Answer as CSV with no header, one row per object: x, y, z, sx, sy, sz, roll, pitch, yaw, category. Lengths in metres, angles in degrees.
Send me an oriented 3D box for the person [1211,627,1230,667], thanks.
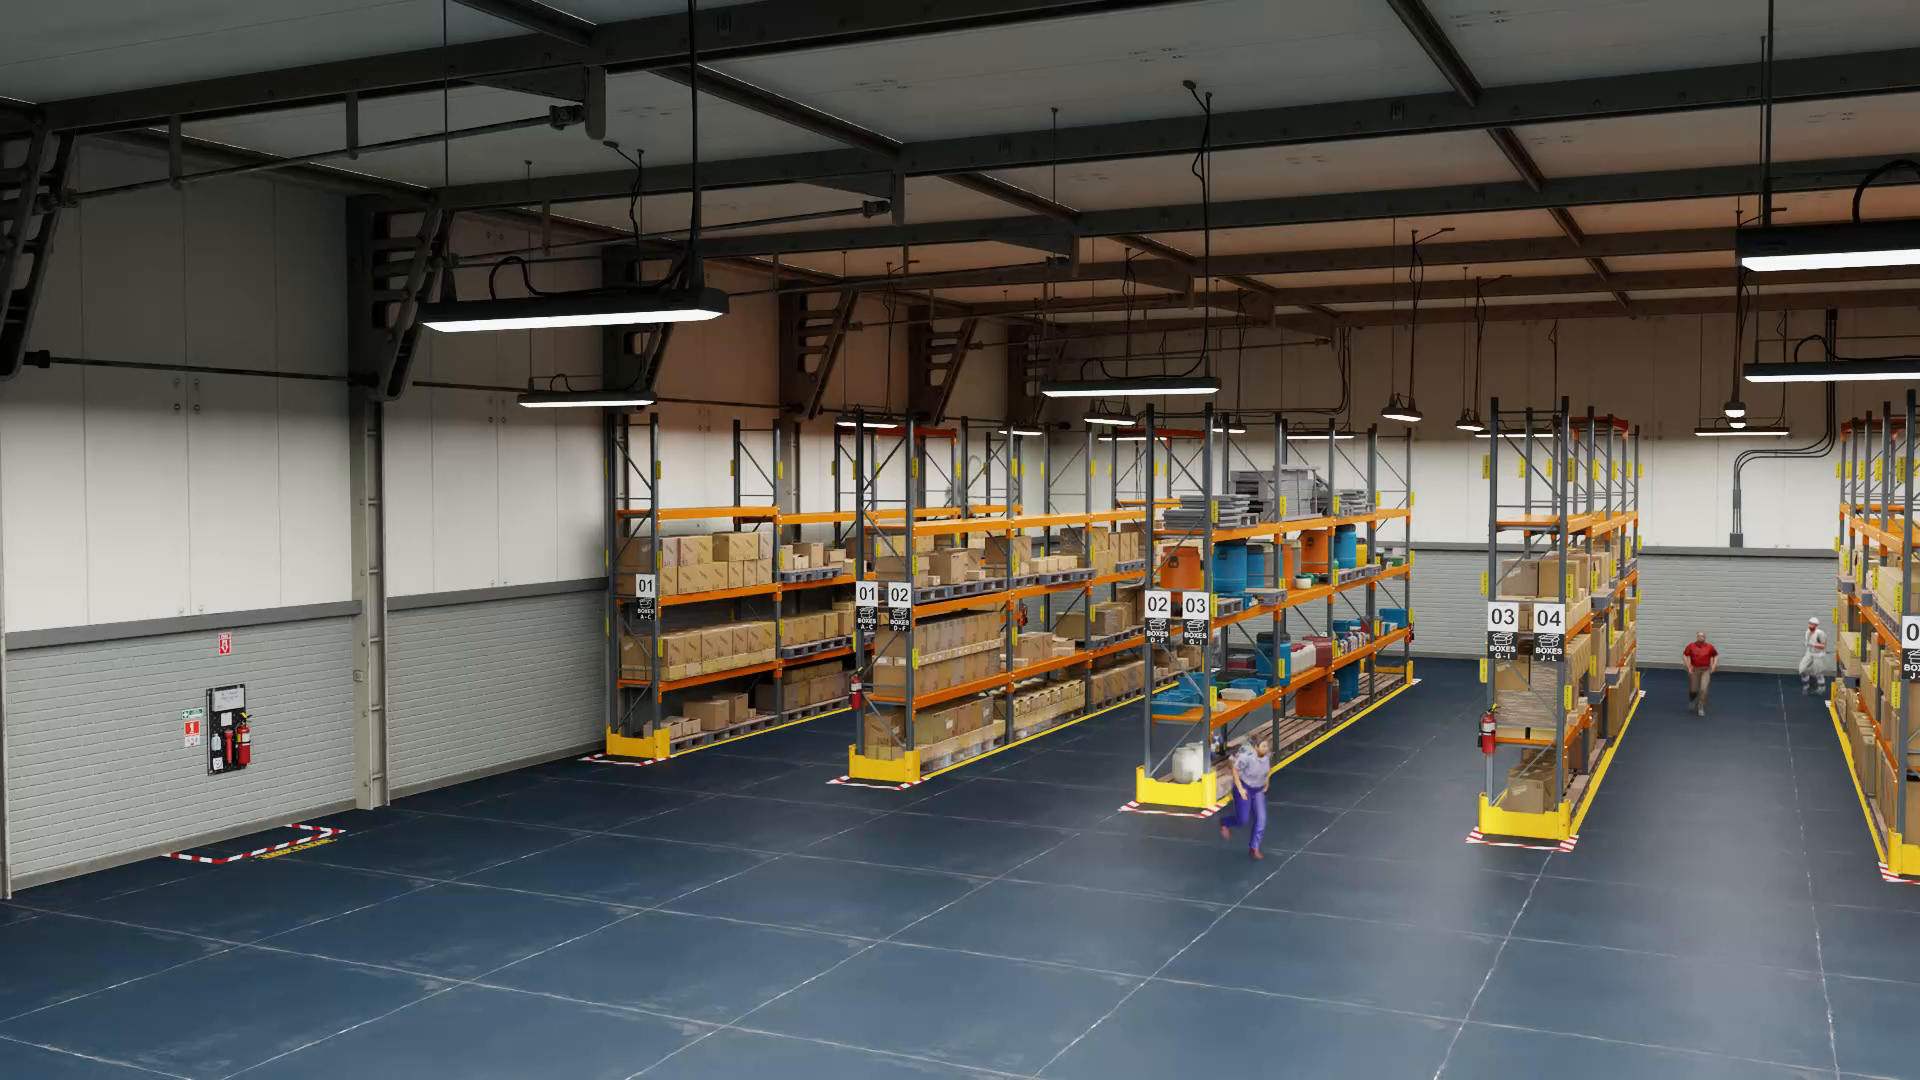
6.513,2.371,42.022,0.543,1.721,0.749,1,3,29,person

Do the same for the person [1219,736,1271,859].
3.739,3.324,21.774,0.613,1.610,0.888,-2,3,-33,person

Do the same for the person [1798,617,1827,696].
18.885,2.604,36.704,0.819,1.811,0.646,-1,3,-26,person

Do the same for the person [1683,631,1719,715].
15.240,2.725,34.213,0.685,1.708,0.631,1,3,19,person
